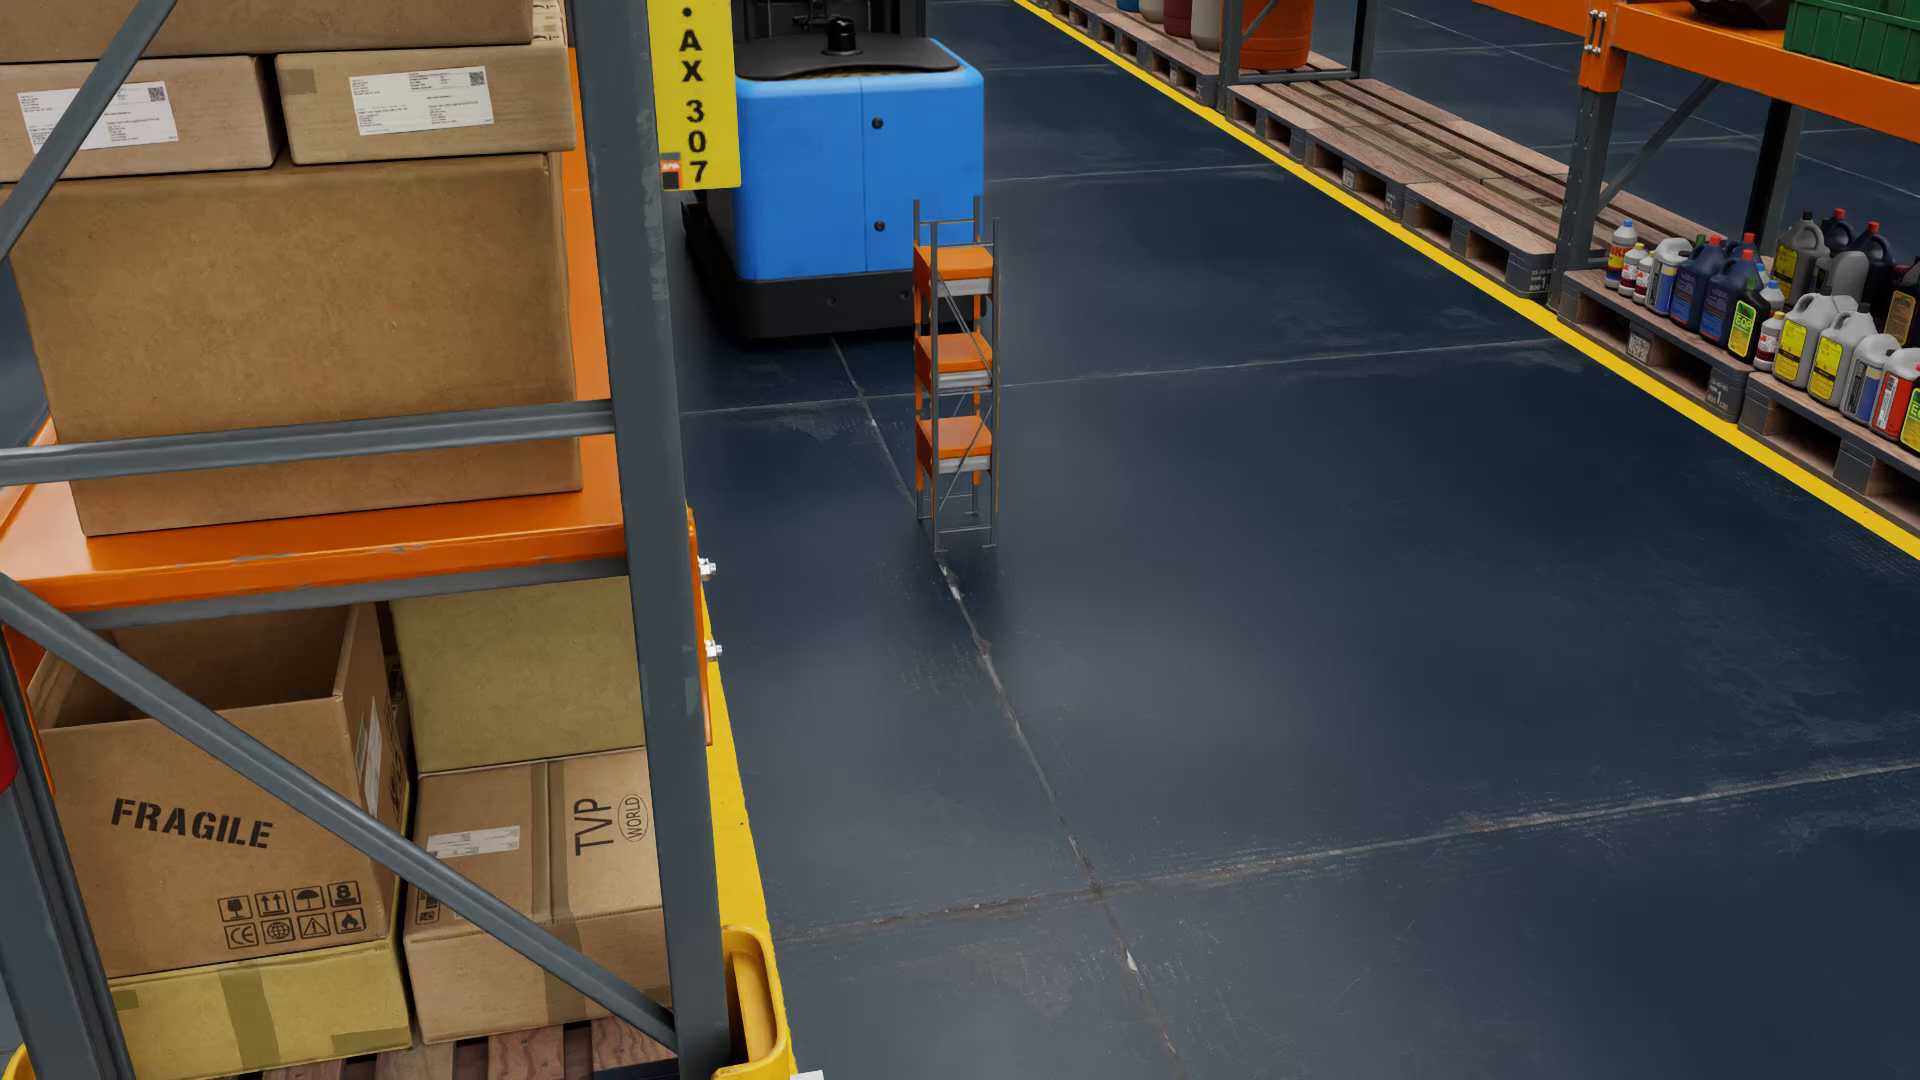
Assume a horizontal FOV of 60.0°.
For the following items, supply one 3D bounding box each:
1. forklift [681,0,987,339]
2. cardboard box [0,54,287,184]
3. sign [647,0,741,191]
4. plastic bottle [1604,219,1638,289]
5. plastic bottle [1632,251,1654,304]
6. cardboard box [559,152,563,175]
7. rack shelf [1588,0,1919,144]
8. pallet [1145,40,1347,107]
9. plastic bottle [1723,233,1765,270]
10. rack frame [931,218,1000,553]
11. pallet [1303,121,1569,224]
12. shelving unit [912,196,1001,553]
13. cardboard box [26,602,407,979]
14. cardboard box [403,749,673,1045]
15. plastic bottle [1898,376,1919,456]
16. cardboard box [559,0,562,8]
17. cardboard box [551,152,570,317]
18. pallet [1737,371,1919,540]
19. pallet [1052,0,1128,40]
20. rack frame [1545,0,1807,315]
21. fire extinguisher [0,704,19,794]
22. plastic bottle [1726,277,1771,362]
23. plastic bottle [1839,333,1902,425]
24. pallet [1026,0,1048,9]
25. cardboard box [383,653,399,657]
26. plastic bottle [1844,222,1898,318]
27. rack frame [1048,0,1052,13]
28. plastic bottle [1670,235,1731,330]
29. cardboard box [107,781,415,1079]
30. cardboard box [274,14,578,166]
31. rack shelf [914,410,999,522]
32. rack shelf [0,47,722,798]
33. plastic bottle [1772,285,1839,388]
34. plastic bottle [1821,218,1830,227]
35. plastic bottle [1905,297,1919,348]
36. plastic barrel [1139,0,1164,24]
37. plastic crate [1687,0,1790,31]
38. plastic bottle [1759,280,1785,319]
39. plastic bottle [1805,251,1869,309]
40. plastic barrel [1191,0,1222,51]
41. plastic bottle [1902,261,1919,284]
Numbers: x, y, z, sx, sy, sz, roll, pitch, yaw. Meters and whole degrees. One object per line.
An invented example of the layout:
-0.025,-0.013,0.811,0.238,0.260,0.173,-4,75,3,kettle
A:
-0.754,-2.763,7.472,1.130,2.935,3.031,-7,28,-13,forklift
-1.143,-0.601,2.280,0.380,0.149,0.250,-6,27,-12,cardboard box
-0.329,-0.593,2.048,0.100,0.325,0.005,-6,27,-12,sign
2.699,-1.169,6.777,0.097,0.271,0.097,0,27,0,plastic bottle
2.745,-1.049,6.616,0.097,0.201,0.097,0,27,0,plastic bottle
-1.315,-1.048,3.887,0.700,0.500,0.500,-5,27,-10,cardboard box
3.505,-1.176,5.050,1.077,0.370,4.000,-6,27,-12,rack shelf
1.934,-3.228,11.412,1.003,0.211,1.213,-6,27,-12,pallet
2.972,-1.007,6.368,0.144,0.351,0.185,-6,27,-12,plastic bottle
0.015,-0.439,4.954,0.200,1.050,0.008,-6,27,-12,rack frame
2.561,-2.008,8.994,1.003,0.211,1.213,-6,27,-12,pallet
-0.012,-0.492,5.060,0.215,1.050,0.252,-6,27,-12,shelving unit
-1.282,0.382,2.917,0.500,0.500,0.500,-6,27,-12,cardboard box
-0.775,0.664,3.191,0.500,0.250,0.500,-6,27,-12,cardboard box
3.070,-0.414,5.268,0.061,0.283,0.133,-5,27,-10,plastic bottle
-0.867,-0.872,2.817,0.380,0.149,0.250,-6,27,-11,cardboard box
-1.087,-0.599,2.997,0.700,0.500,0.500,-5,27,-10,cardboard box
3.443,-0.295,5.600,1.003,0.211,1.213,-6,27,-12,pallet
1.385,-4.299,13.534,1.003,0.211,1.213,-6,27,-12,pallet
3.054,-2.375,6.627,1.000,3.000,0.127,-6,27,-12,rack frame
-1.297,0.016,1.976,0.296,0.674,0.183,-6,27,-12,fire extinguisher
2.871,-0.803,6.038,0.061,0.283,0.133,-5,27,-9,plastic bottle
3.053,-0.536,5.517,0.152,0.276,0.135,-7,28,-13,plastic bottle
1.048,-4.961,14.845,1.003,0.211,1.213,-6,27,-12,pallet
-1.519,0.279,3.954,0.500,0.250,0.500,-6,27,-12,cardboard box
3.523,-1.051,6.456,0.144,0.351,0.185,-7,28,-14,plastic bottle
1.251,-5.887,13.585,1.000,3.000,0.127,-6,27,-12,rack frame
2.832,-0.993,6.339,0.144,0.351,0.185,-5,27,-10,plastic bottle
-1.280,0.717,3.087,0.500,0.250,0.500,-6,27,-12,cardboard box
-0.750,-0.646,2.371,0.380,0.149,0.250,-6,27,-12,cardboard box
-0.012,-0.235,5.190,0.215,0.259,0.240,-6,27,-12,rack shelf
-1.322,-0.675,4.056,1.077,0.370,4.000,-6,27,-12,rack shelf
2.970,-0.723,5.805,0.144,0.351,0.185,-6,27,-12,plastic bottle
3.484,-1.181,6.788,0.061,0.283,0.133,-5,27,-9,plastic bottle
3.525,-0.797,6.026,0.061,0.283,0.133,-6,27,-12,plastic bottle
1.557,-4.156,12.449,0.421,0.512,0.421,0,27,0,plastic barrel
3.048,-2.105,6.160,0.767,0.338,0.504,-6,27,-12,plastic crate
2.944,-0.814,6.072,0.097,0.271,0.097,0,27,0,plastic bottle
3.385,-0.992,6.421,0.152,0.276,0.135,-6,27,-12,plastic bottle
1.811,-3.660,11.467,0.421,0.512,0.421,0,27,0,plastic barrel
3.596,-0.910,6.175,0.144,0.351,0.185,-6,27,-12,plastic bottle
